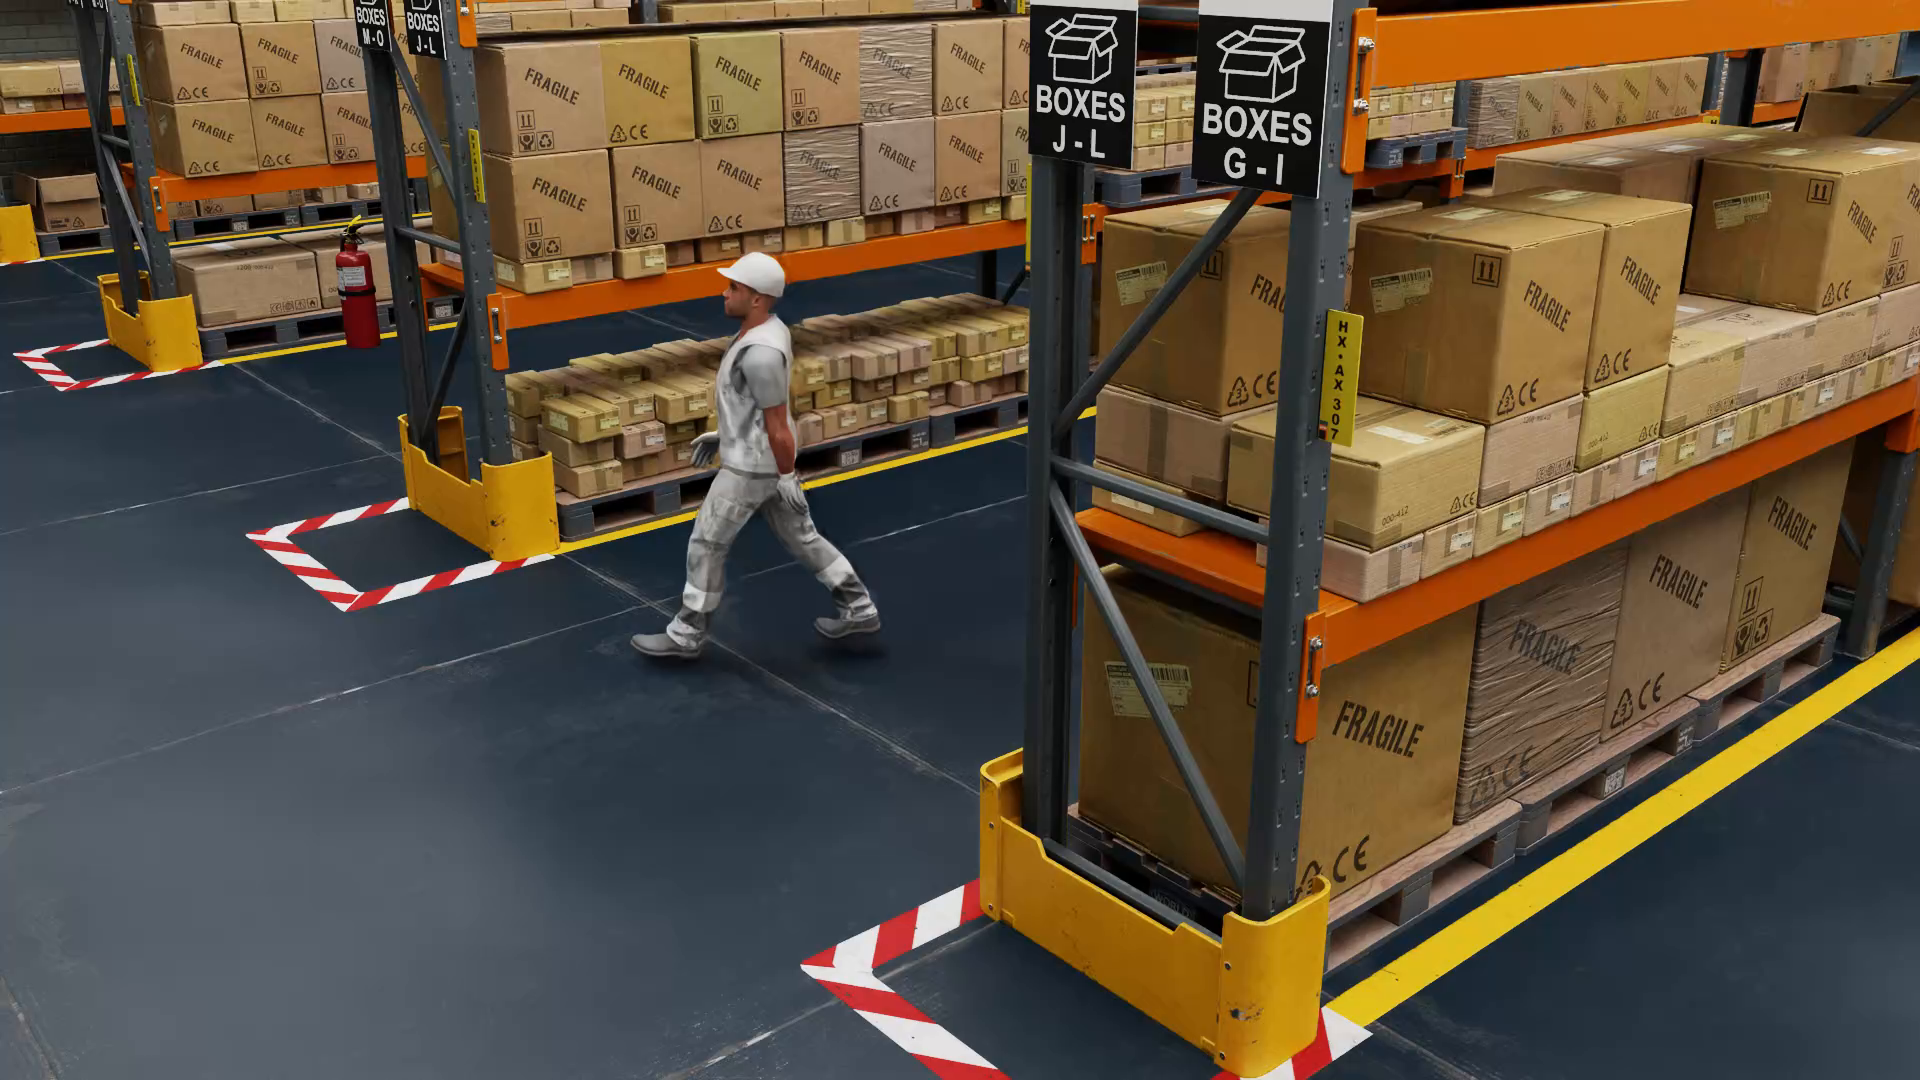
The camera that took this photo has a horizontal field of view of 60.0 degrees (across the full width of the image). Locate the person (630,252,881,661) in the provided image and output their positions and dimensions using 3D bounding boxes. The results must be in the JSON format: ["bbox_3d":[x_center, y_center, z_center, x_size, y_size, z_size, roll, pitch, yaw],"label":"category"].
[{"bbox_3d":[-0.880,-0.335,6.950,1.070,1.740,0.525,1,21,3],"label":"person"}]
